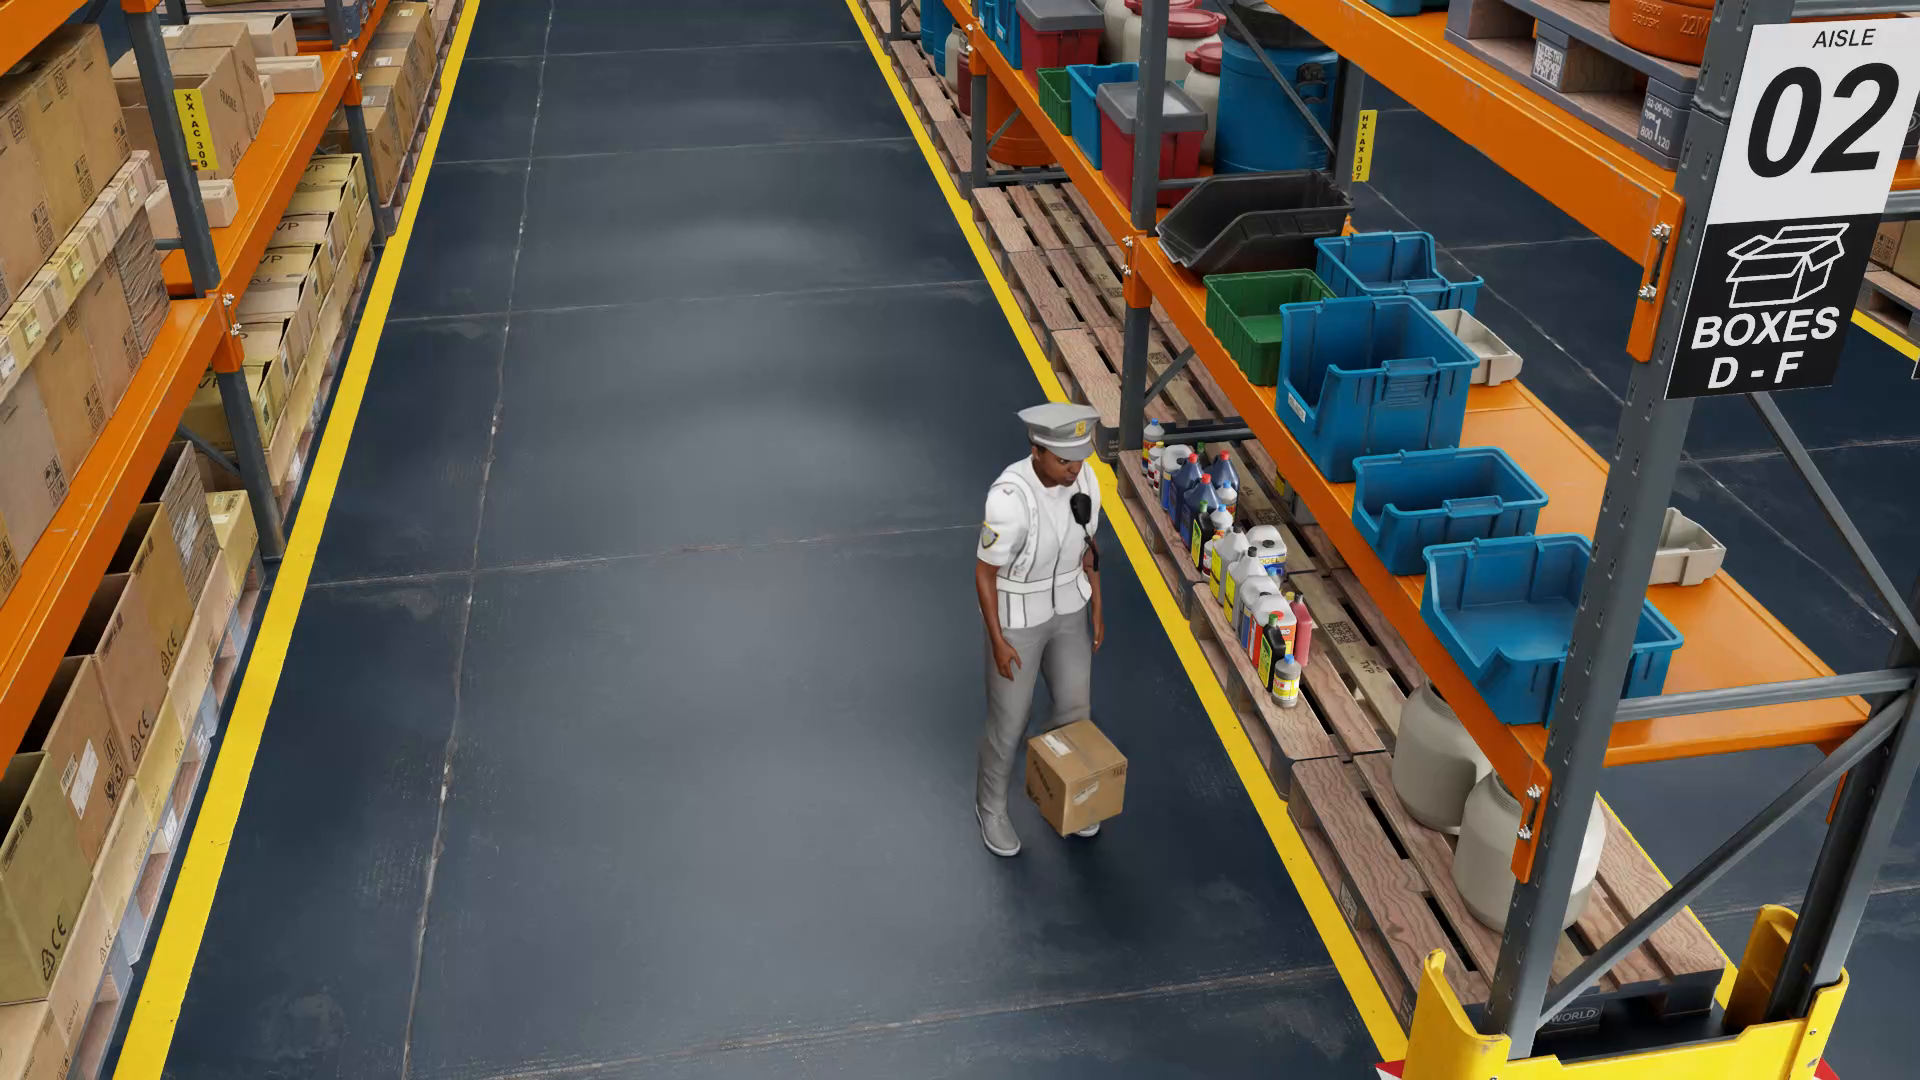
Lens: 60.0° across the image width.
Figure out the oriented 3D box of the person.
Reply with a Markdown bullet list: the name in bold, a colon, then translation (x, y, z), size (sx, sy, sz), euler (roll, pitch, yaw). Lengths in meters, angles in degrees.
- **person**: translation (0.277, 0.288, 5.645), size (0.498, 1.665, 0.424), euler (-17, 35, -26)
